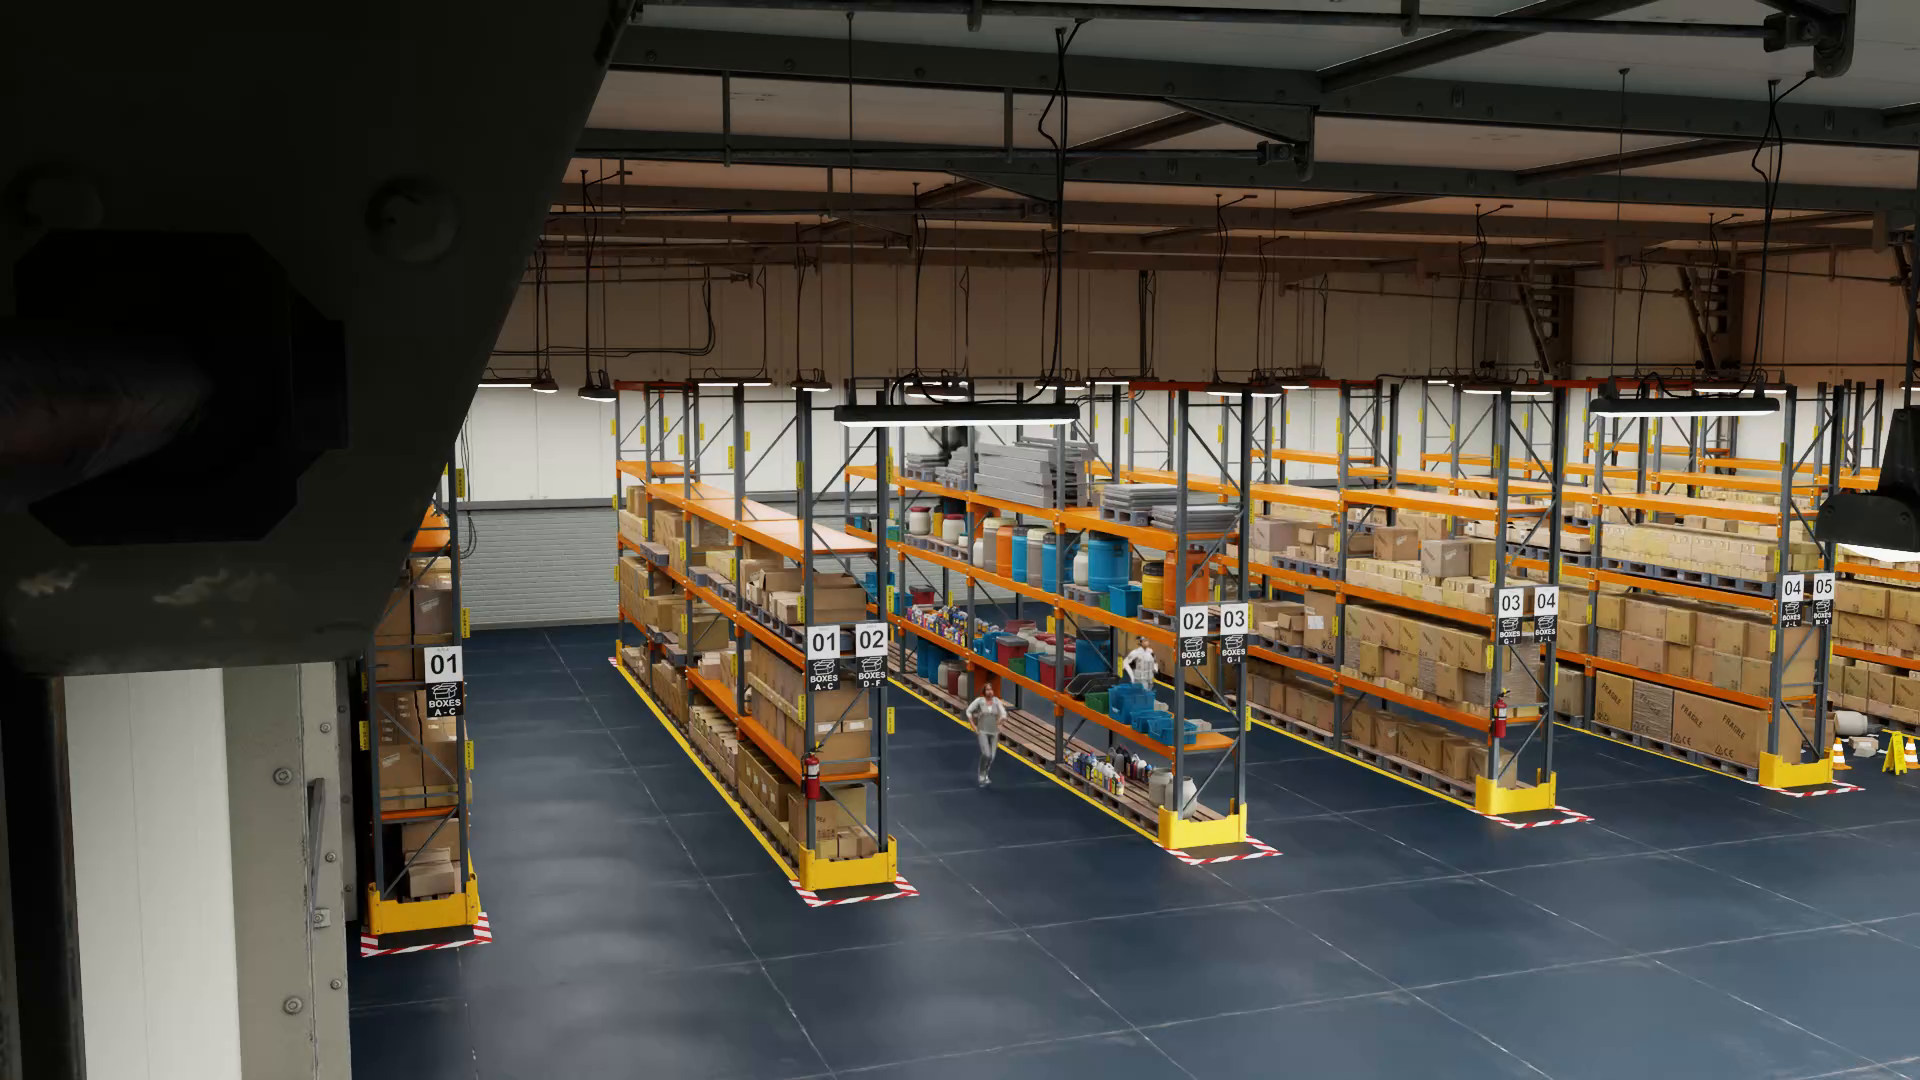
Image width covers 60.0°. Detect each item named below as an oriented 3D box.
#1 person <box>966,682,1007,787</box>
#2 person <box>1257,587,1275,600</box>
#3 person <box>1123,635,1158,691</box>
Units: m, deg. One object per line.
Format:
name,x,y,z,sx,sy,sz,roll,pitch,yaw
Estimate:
person,0.421,2.912,24.890,0.593,1.570,0.557,-2,6,-15
person,7.633,1.115,41.255,0.894,1.707,0.673,2,6,18
person,3.232,2.437,28.998,0.599,1.657,0.562,-4,7,-34
